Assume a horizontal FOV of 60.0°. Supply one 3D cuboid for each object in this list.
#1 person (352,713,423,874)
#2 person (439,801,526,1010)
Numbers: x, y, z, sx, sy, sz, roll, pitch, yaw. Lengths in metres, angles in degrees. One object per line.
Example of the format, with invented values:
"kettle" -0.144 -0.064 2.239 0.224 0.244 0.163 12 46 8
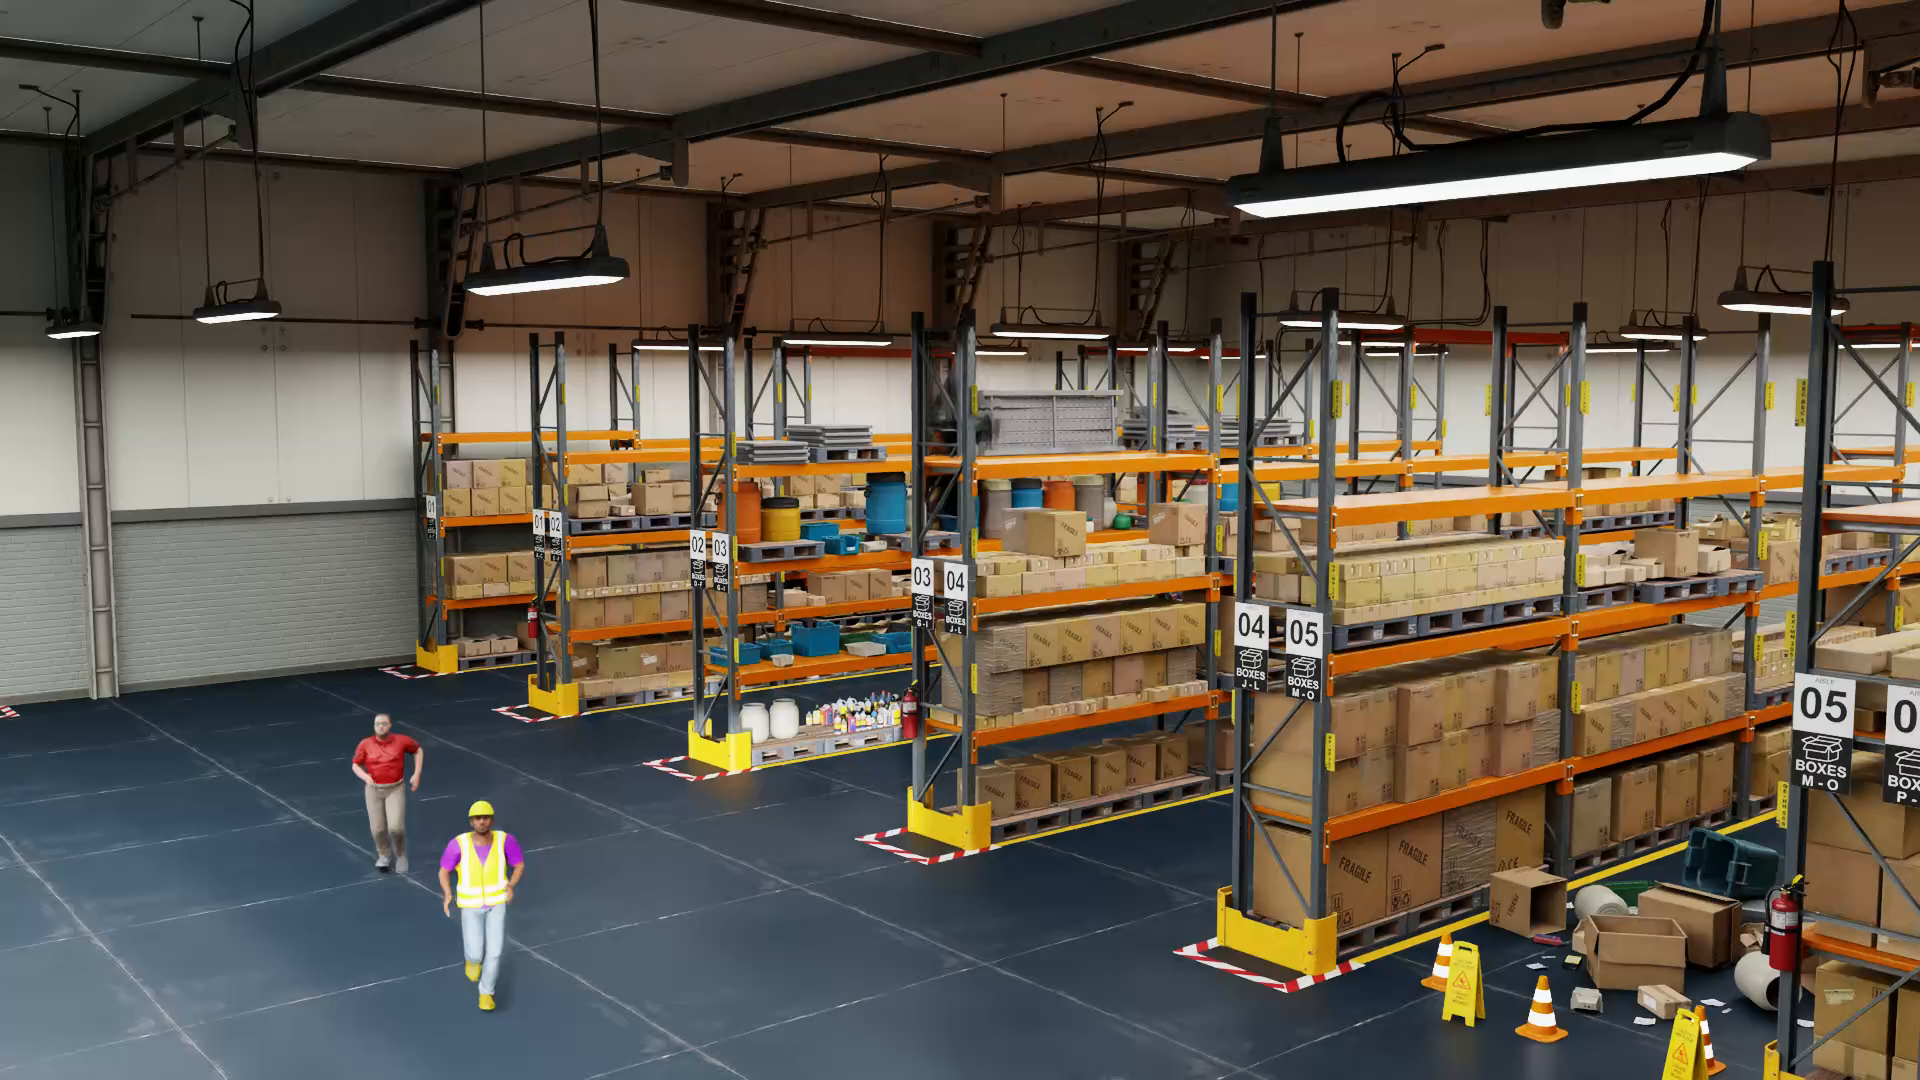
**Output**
"person" -6.057 2.704 17.581 0.693 1.760 0.702 -1 5 -12
"person" -3.989 3.026 13.931 0.702 1.720 0.589 -2 6 -19
